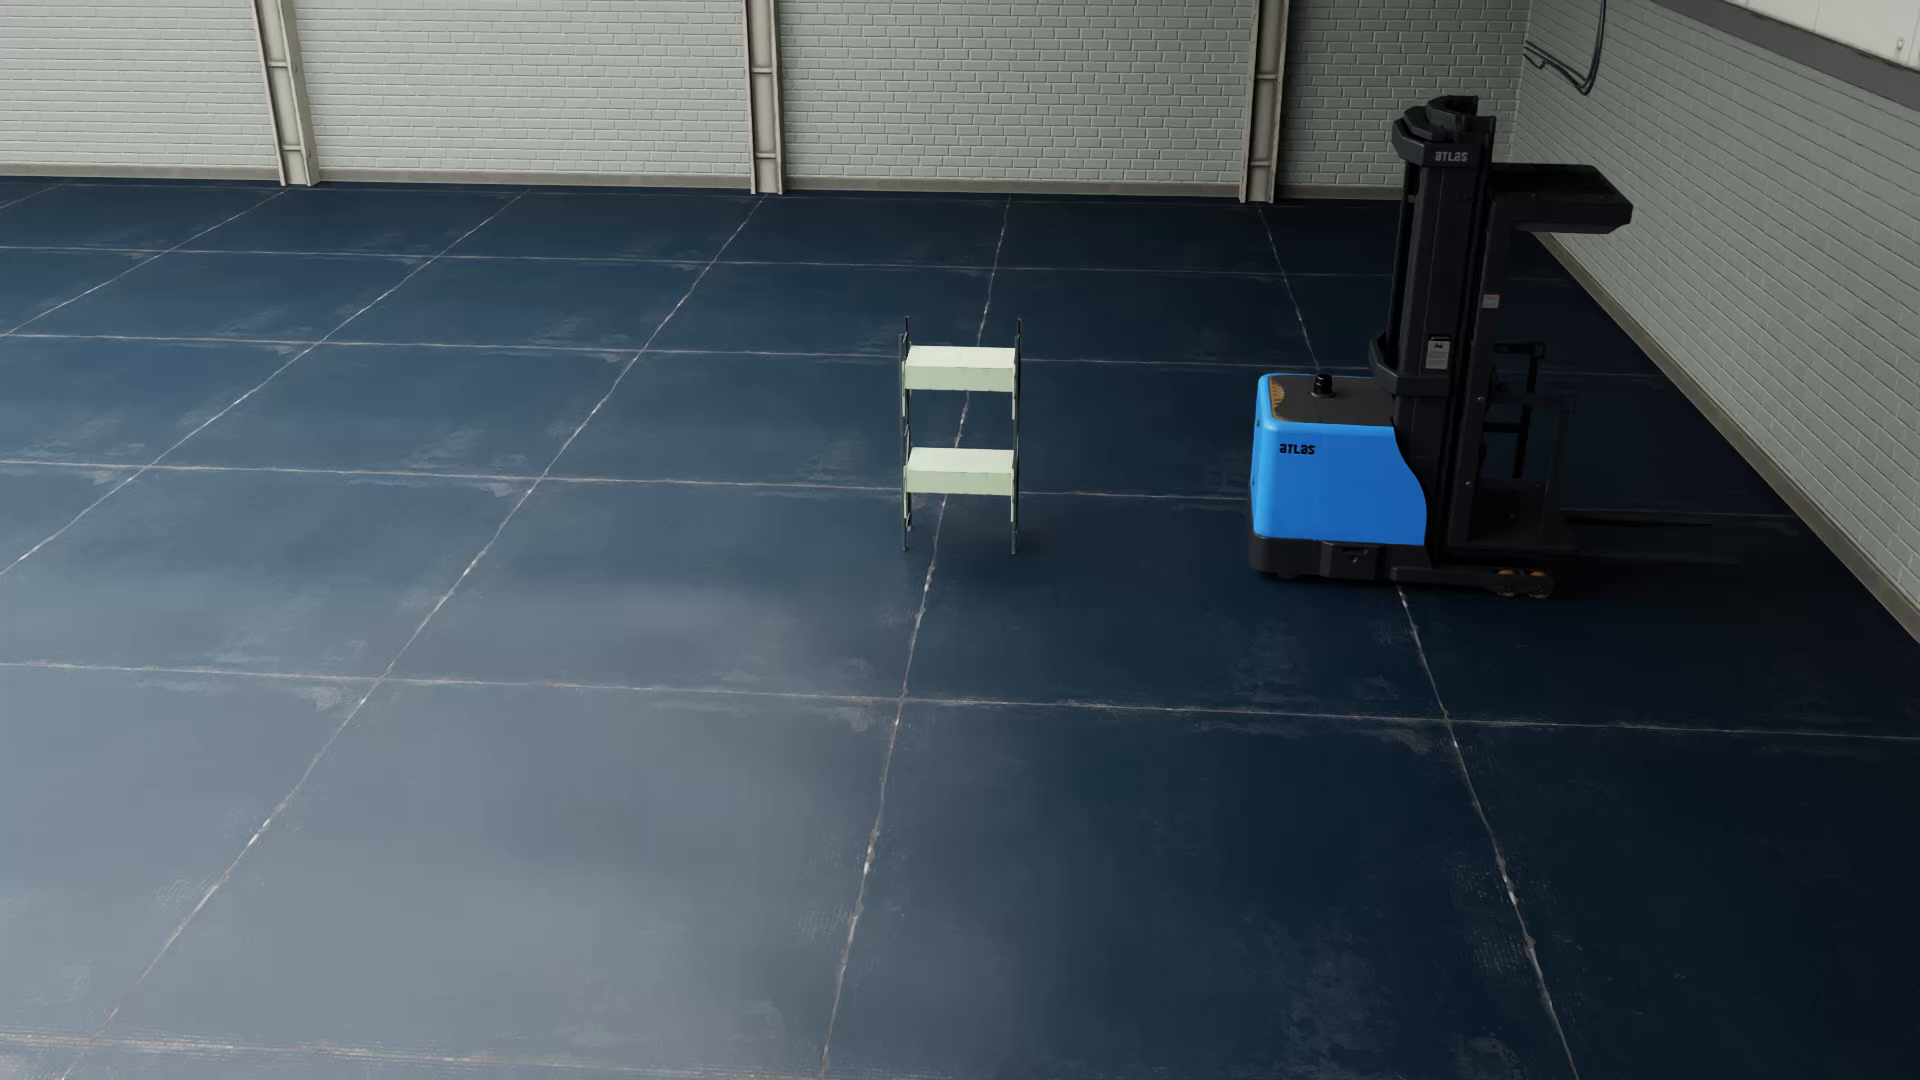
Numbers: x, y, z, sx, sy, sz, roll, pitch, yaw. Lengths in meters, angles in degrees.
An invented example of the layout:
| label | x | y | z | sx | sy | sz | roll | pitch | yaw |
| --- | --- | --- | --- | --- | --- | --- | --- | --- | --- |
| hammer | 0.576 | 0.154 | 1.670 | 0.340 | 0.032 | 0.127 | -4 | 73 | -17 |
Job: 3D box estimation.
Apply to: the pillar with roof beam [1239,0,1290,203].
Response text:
| label | x | y | z | sx | sy | sz | roll | pitch | yaw |
| --- | --- | --- | --- | --- | --- | --- | --- | --- | --- |
| pillar with roof beam | 3.279 | -6.440 | 14.481 | 0.400 | 9.000 | 9.100 | 2 | 25 | 4 |

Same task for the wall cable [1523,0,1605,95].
| label | x | y | z | sx | sy | sz | roll | pitch | yaw |
| --- | --- | --- | --- | --- | --- | --- | --- | --- | --- |
| wall cable | 6.445 | -6.178 | 17.626 | 0.112 | 2.526 | 3.097 | 2 | 25 | 4 |

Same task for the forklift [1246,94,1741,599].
| label | x | y | z | sx | sy | sz | roll | pitch | yaw |
| --- | --- | --- | --- | --- | --- | --- | --- | --- | --- |
| forklift | 3.424 | -1.201 | 10.353 | 3.031 | 2.935 | 1.130 | 3 | 25 | 7 |

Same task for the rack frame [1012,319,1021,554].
| label | x | y | z | sx | sy | sz | roll | pitch | yaw |
| --- | --- | --- | --- | --- | --- | --- | --- | --- | --- |
| rack frame | 0.372 | -0.669 | 10.911 | 0.023 | 1.500 | 0.400 | 2 | 25 | 4 |

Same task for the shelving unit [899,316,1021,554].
| label | x | y | z | sx | sy | sz | roll | pitch | yaw |
| --- | --- | --- | --- | --- | --- | --- | --- | --- | --- |
| shelving unit | 0.007 | -0.681 | 10.936 | 0.755 | 1.500 | 0.431 | 2 | 25 | 4 |

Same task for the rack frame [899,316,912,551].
| label | x | y | z | sx | sy | sz | roll | pitch | yaw |
| --- | --- | --- | --- | --- | --- | --- | --- | --- | --- |
| rack frame | -0.358 | -0.693 | 10.961 | 0.023 | 1.500 | 0.400 | 2 | 25 | 4 |

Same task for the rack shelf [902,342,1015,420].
| label | x | y | z | sx | sy | sz | roll | pitch | yaw |
| --- | --- | --- | --- | --- | --- | --- | --- | --- | --- |
| rack shelf | 0.007 | -1.036 | 10.773 | 0.720 | 0.370 | 0.431 | 2 | 25 | 4 |

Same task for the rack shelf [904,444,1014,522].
| label | x | y | z | sx | sy | sz | roll | pitch | yaw |
| --- | --- | --- | --- | --- | --- | --- | --- | --- | --- |
| rack shelf | 0.007 | -0.385 | 11.072 | 0.720 | 0.370 | 0.431 | 2 | 25 | 4 |

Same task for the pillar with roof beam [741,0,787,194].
| label | x | y | z | sx | sy | sz | roll | pitch | yaw |
| --- | --- | --- | --- | --- | --- | --- | --- | --- | --- |
| pillar with roof beam | -2.704 | -6.632 | 14.898 | 0.400 | 9.000 | 9.100 | 2 | 25 | 4 |

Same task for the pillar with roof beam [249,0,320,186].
| label | x | y | z | sx | sy | sz | roll | pitch | yaw |
| --- | --- | --- | --- | --- | --- | --- | --- | --- | --- |
| pillar with roof beam | -8.686 | -6.824 | 15.315 | 0.400 | 9.000 | 9.100 | 2 | 25 | 4 |
